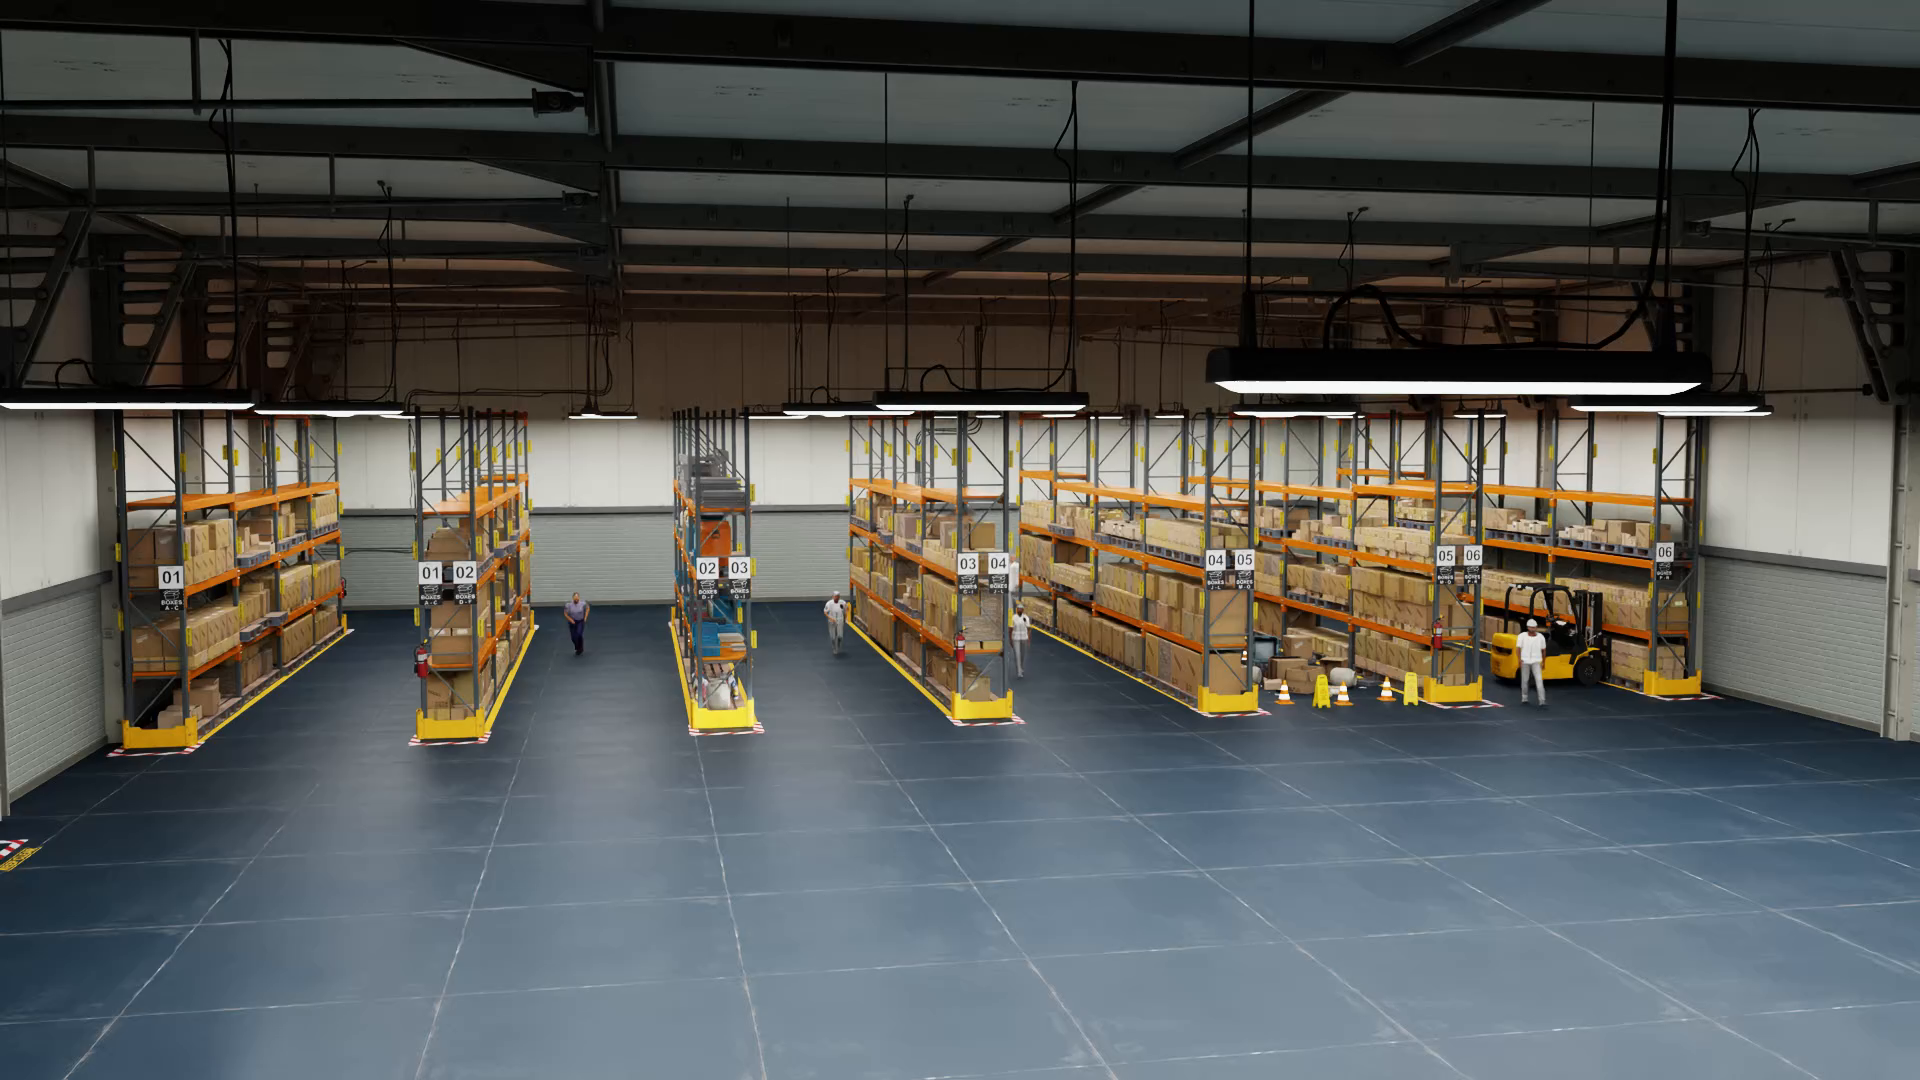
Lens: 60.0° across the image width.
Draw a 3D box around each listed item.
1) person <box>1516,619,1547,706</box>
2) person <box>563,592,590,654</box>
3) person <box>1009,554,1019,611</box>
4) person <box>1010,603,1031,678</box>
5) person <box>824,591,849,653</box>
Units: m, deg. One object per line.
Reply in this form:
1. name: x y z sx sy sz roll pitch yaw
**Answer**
1. person: 11.553 2.465 33.567 0.640 1.726 0.877 2 4 22
2. person: -9.397 2.044 40.792 0.569 1.562 0.751 0 4 0
3. person: 1.557 1.297 49.585 0.715 1.759 0.566 -1 4 -20
4. person: 1.367 2.222 37.345 0.447 1.631 1.028 -1 4 -10
5. person: -3.033 2.027 40.905 0.608 1.581 0.754 0 4 -2
